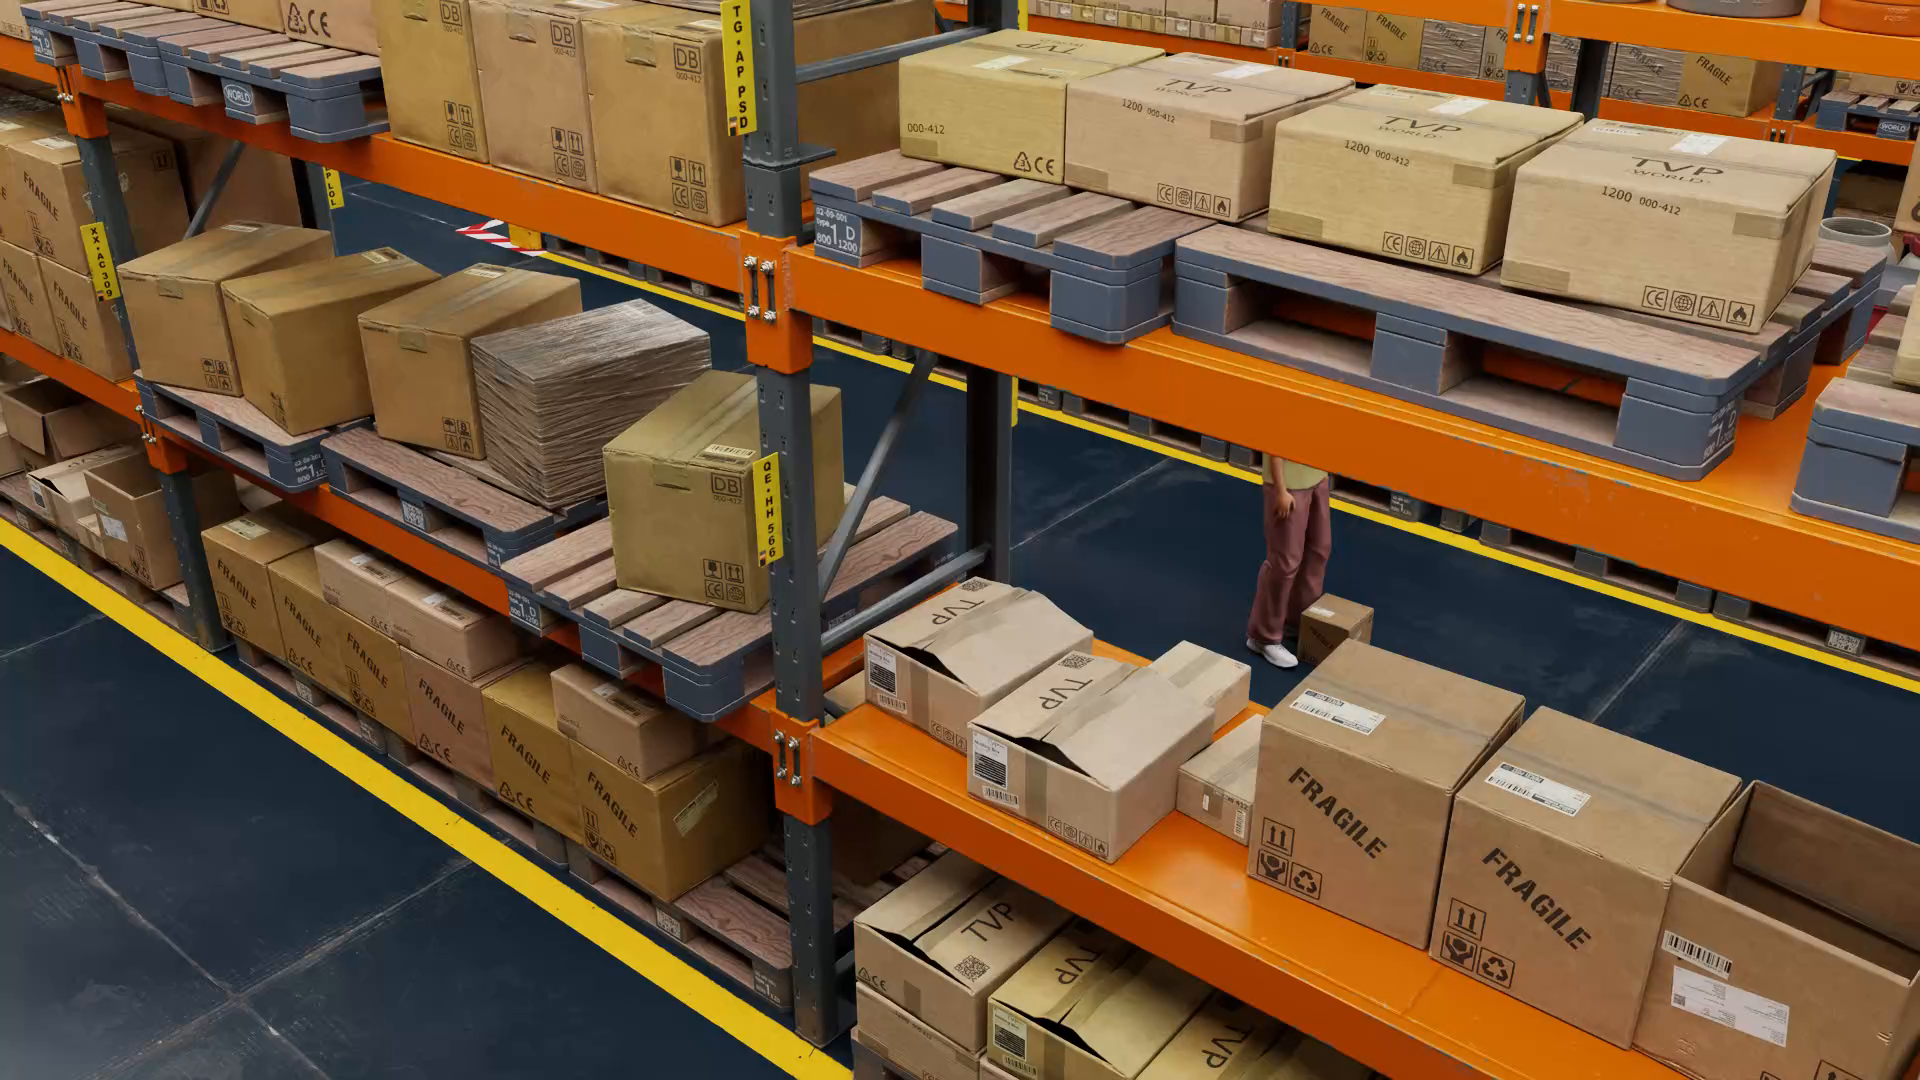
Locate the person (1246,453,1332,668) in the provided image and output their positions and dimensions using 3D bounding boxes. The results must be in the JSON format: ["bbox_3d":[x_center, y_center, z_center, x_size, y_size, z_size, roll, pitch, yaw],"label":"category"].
[{"bbox_3d":[1.592,-0.255,7.612,0.414,1.672,0.521,19,33,32],"label":"person"}]
